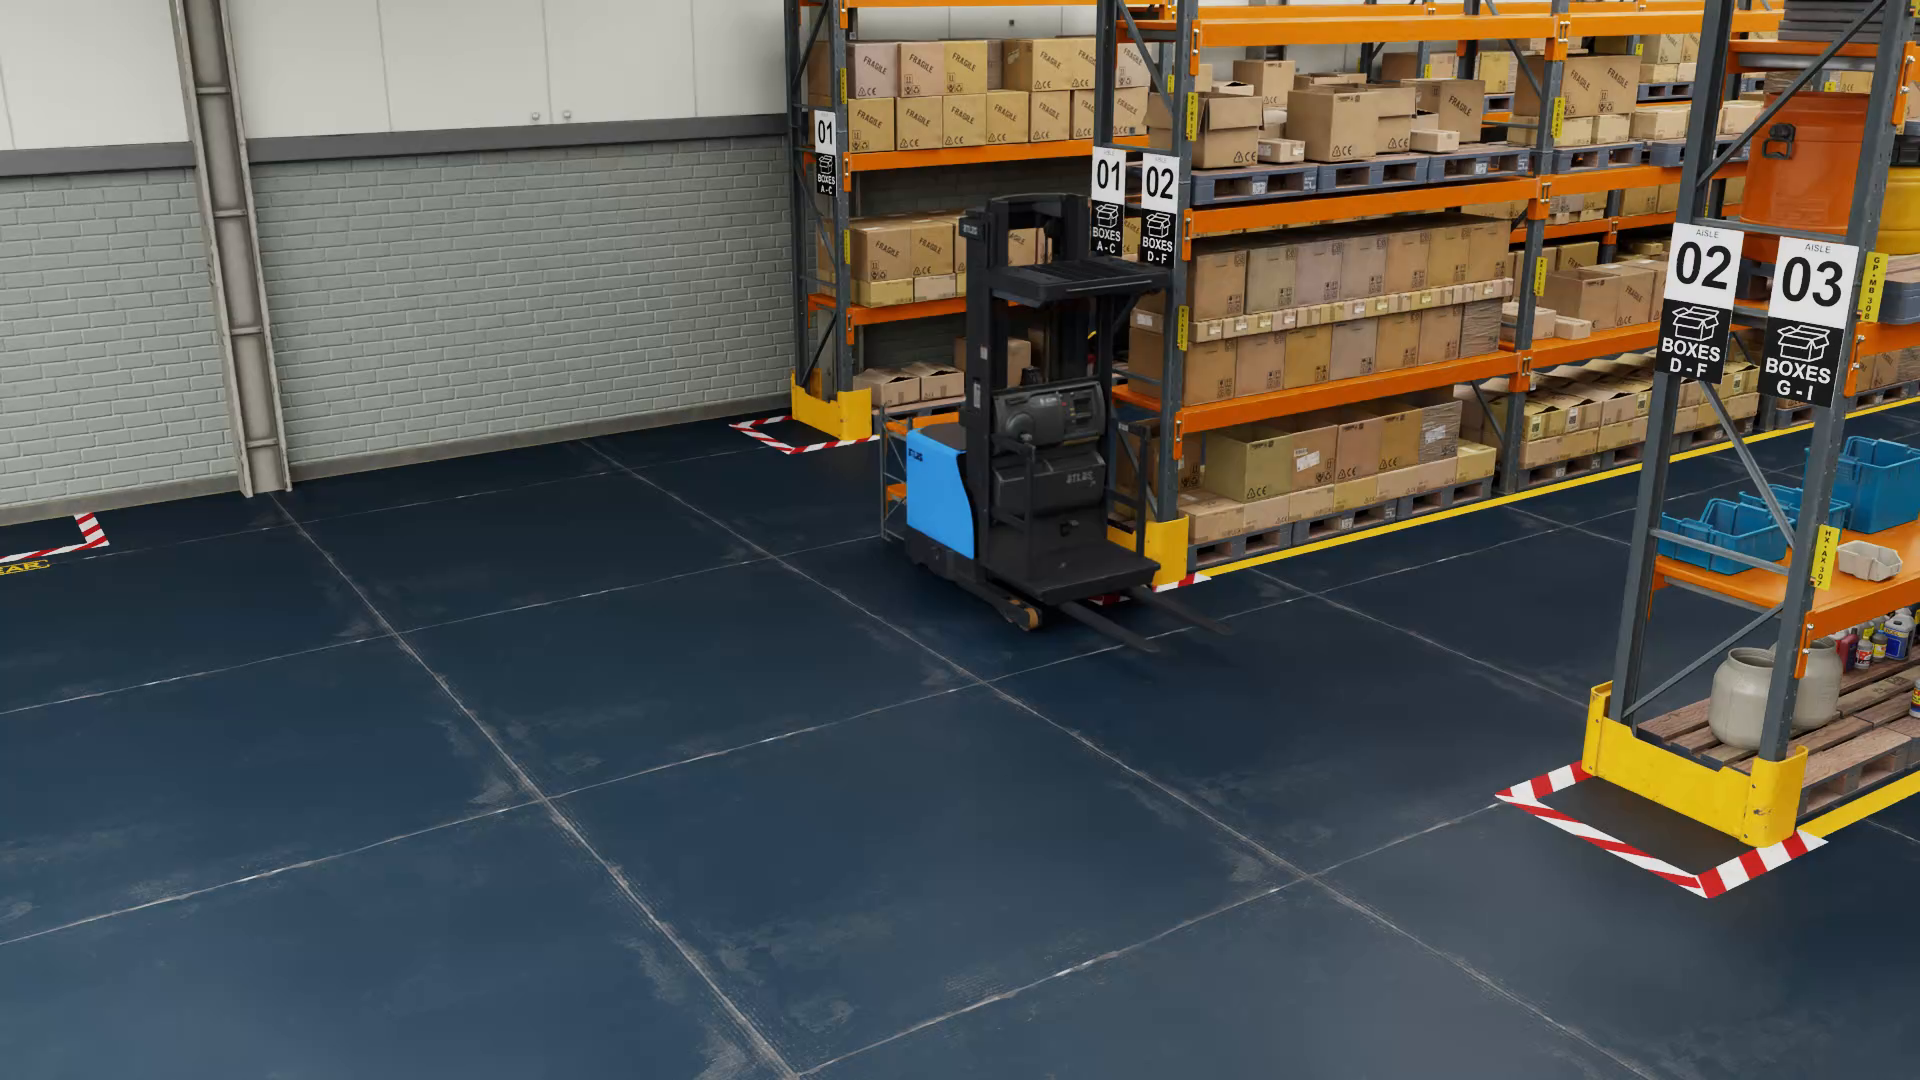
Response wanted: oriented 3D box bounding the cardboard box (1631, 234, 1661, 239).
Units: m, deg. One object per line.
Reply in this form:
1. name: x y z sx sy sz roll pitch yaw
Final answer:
1. cardboard box: 9.947 -4.331 24.106 0.250 0.149 0.380 -12 22 -31

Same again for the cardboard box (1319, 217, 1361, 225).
1. cardboard box: 4.446 -4.053 20.206 0.500 0.500 0.700 -14 23 -36

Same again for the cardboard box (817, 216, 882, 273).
1. cardboard box: -1.119 -3.012 17.004 0.500 0.500 0.500 -12 22 -32

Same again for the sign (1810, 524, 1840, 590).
1. sign: 4.352 0.088 8.369 0.005 0.325 0.100 -12 22 -31

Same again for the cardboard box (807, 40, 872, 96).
1. cardboard box: -1.180 -4.676 16.461 0.500 0.500 0.500 -11 21 -29

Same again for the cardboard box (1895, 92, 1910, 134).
1. cardboard box: 9.219 -4.399 17.234 0.500 0.500 0.910 -12 22 -31

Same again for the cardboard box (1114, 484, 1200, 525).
1. cardboard box: 1.617 -0.324 13.658 0.500 0.250 0.500 -12 22 -31

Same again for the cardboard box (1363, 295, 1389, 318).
1. cardboard box: 3.281 -1.938 13.624 0.250 0.149 0.380 -11 22 -30

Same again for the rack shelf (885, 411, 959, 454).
1. rack shelf: -0.078 -0.853 13.595 1.000 0.278 0.538 -11 21 -29

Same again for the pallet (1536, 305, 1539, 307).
1. pallet: 8.023 -3.216 22.927 1.213 0.211 1.003 -12 22 -31

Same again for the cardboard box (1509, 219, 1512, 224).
1. cardboard box: 6.963 -4.148 21.691 0.250 0.149 0.380 -12 22 -31

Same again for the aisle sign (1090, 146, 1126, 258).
1. aisle sign: 1.115 -2.553 12.554 0.004 0.787 0.394 -12 22 -31

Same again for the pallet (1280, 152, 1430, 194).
1. pallet: 2.956 -2.967 13.293 1.213 0.211 1.003 -12 22 -31

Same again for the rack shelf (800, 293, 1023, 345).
1. rack shelf: 0.274 -2.590 17.847 4.000 0.370 1.077 -12 22 -31

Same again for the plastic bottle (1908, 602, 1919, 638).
1. plastic bottle: 6.333 0.477 11.098 0.185 0.351 0.144 -13 23 -34

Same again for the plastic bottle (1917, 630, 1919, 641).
1. plastic bottle: 6.436 0.540 11.038 0.097 0.271 0.097 0 19 0

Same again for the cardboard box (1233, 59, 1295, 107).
1. cardboard box: 3.475 -5.243 19.074 0.500 0.500 0.500 -13 23 -33

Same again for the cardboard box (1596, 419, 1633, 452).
1. cardboard box: 6.004 -1.042 15.781 0.500 0.250 0.500 -13 22 -33

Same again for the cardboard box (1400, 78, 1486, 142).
1. cardboard box: 4.106 -3.675 14.216 0.500 0.500 0.500 -10 21 -27

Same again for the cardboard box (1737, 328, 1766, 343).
1. cardboard box: 8.710 -2.282 17.856 0.500 0.250 0.500 -11 22 -29

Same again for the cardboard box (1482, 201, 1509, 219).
1. cardboard box: 6.689 -4.380 21.365 0.500 0.500 0.500 -12 22 -32

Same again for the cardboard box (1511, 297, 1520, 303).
1. cardboard box: 5.306 -2.099 15.481 0.258 0.266 0.396 -13 22 -33

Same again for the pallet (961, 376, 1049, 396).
1. pallet: 0.383 -1.619 18.203 1.213 0.211 1.003 -12 22 -31

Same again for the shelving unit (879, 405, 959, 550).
1. shelving unit: -0.078 -0.576 13.688 1.048 1.125 0.538 -11 21 -29

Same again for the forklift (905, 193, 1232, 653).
1. forklift: 0.763 -0.911 11.862 1.130 2.935 3.031 -11 22 -30

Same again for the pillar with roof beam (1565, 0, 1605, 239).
1. pillar with roof beam: 11.103 -6.738 19.624 0.400 9.000 9.100 -12 22 -31

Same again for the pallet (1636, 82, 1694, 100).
1. pallet: 9.315 -6.213 22.893 1.213 0.211 1.003 -12 22 -31

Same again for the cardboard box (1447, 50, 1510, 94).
1. cardboard box: 6.542 -5.967 21.184 0.500 0.500 0.700 -11 21 -29

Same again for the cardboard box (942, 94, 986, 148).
1. cardboard box: -0.080 -4.226 16.692 0.500 0.500 0.500 -11 21 -29

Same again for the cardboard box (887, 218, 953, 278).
1. cardboard box: -0.414 -2.961 16.851 0.500 0.500 0.500 -12 22 -31

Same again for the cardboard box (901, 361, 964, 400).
1. cardboard box: -0.293 -1.712 17.636 0.500 0.311 0.500 -10 21 -27

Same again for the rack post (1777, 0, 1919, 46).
1. rack post: 4.754 -2.633 8.264 0.954 0.300 0.937 -9 21 -26

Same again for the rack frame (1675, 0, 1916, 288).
1. rack frame: 4.053 -2.771 7.890 0.127 3.000 1.000 -12 22 -31

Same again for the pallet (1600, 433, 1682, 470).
1. pallet: 6.286 -0.995 16.357 1.213 0.211 1.003 -12 22 -31

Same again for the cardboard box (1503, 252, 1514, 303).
1. cardboard box: 6.707 -3.416 21.865 0.750 0.750 0.750 -12 22 -32

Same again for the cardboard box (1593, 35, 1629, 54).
1. cardboard box: 9.081 -6.830 22.830 0.500 0.500 0.500 -12 22 -32

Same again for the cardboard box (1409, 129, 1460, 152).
1. cardboard box: 3.815 -3.241 13.482 0.250 0.149 0.380 -12 22 -31

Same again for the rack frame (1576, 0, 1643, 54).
1. rack frame: 8.626 -7.535 21.981 0.127 3.000 1.000 -12 22 -31

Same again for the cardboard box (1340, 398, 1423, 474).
1. cardboard box: 3.566 -0.897 14.180 0.500 0.500 0.500 -12 22 -31

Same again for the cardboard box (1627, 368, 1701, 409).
1. cardboard box: 6.857 -1.486 16.219 0.500 0.311 0.500 -12 22 -32

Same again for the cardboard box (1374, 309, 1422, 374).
1. cardboard box: 3.447 -1.745 14.066 0.500 0.500 0.700 -12 22 -31

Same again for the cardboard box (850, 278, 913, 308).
1. cardboard box: -0.814 -2.518 16.713 0.500 0.250 0.500 -13 22 -33

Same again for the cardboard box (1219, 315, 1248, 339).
1. cardboard box: 1.997 -1.668 12.826 0.250 0.149 0.380 -13 22 -33

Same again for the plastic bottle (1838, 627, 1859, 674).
1. plastic bottle: 5.630 0.700 10.545 0.133 0.283 0.061 -12 22 -31

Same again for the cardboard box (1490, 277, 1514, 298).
1. cardboard box: 4.563 -2.209 14.425 0.250 0.149 0.380 -12 22 -31

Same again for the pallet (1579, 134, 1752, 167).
1. pallet: 6.563 -3.654 15.481 1.213 0.211 1.003 -11 21 -29

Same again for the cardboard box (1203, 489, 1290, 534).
1. cardboard box: 2.317 -0.275 13.512 0.500 0.250 0.500 -12 22 -31

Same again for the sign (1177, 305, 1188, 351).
1. sign: 1.632 -1.553 12.179 0.005 0.325 0.100 -12 22 -31

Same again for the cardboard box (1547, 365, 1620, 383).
1. cardboard box: 6.124 -1.537 16.370 0.500 0.311 0.500 -12 22 -32

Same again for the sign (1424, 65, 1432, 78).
1. sign: 5.582 -5.508 19.864 0.005 0.325 0.100 -12 22 -31

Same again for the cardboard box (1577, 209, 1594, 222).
1. cardboard box: 8.302 -4.397 22.428 0.250 0.149 0.380 -11 22 -30

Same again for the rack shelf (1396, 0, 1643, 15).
1. rack shelf: 6.956 -6.652 21.118 4.000 0.370 1.077 -12 22 -31

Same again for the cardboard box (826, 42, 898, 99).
1. cardboard box: -0.941 -4.533 16.038 0.500 0.500 0.500 -14 23 -35

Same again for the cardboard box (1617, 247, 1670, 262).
1. cardboard box: 9.728 -3.899 23.842 0.500 0.500 0.700 -12 22 -32

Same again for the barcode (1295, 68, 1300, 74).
1. barcode: 4.080 -5.675 20.101 0.075 0.075 0.001 -12 22 -31

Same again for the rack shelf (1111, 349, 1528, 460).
1. rack shelf: 3.002 -1.266 13.929 4.000 0.370 1.077 -12 22 -31

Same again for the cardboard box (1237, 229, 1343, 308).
1. cardboard box: 2.629 -2.188 13.351 0.500 0.500 0.700 -12 22 -31

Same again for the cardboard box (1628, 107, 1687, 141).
1. cardboard box: 6.303 -3.828 15.280 0.500 0.250 0.500 -14 23 -36
